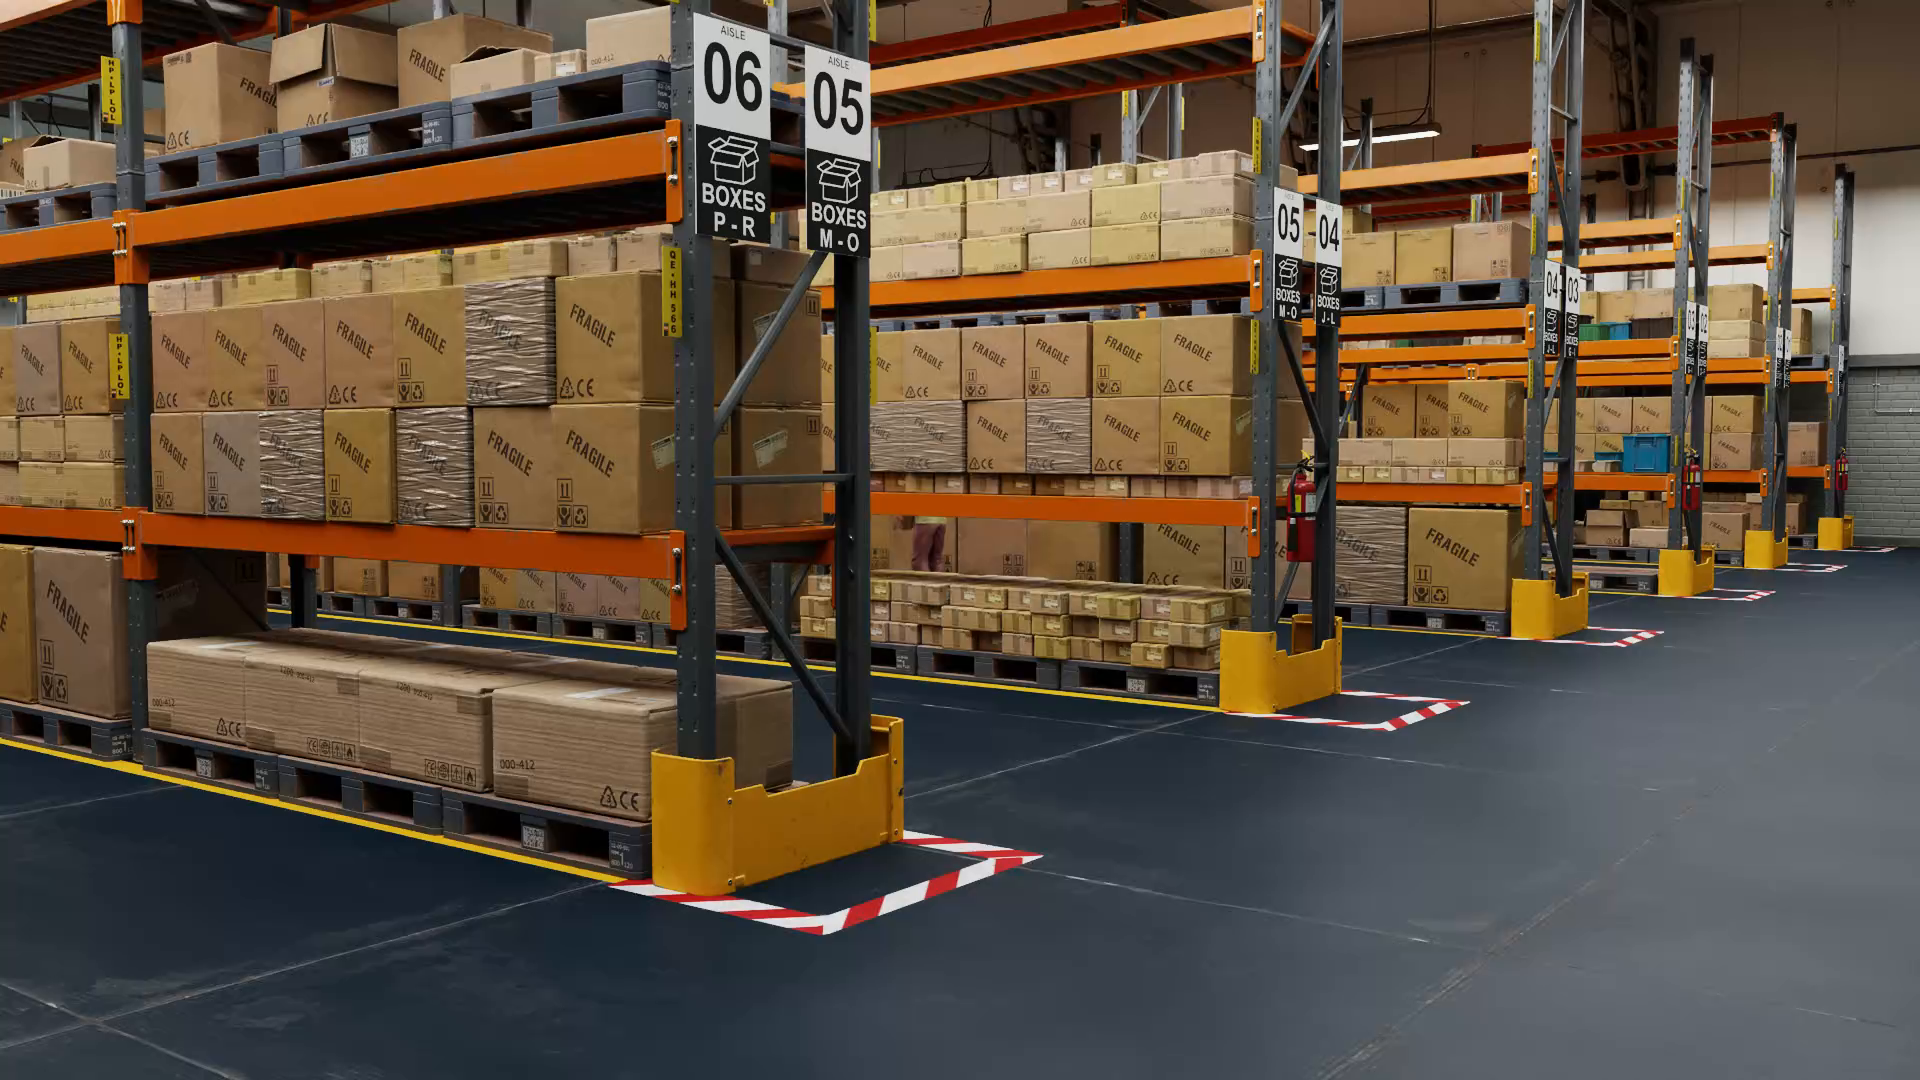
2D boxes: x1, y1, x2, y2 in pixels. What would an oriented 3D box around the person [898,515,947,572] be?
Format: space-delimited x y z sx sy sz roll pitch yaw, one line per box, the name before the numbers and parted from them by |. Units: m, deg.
person | -0.348 -0.138 16.531 0.484 1.672 0.462 2 4 35
